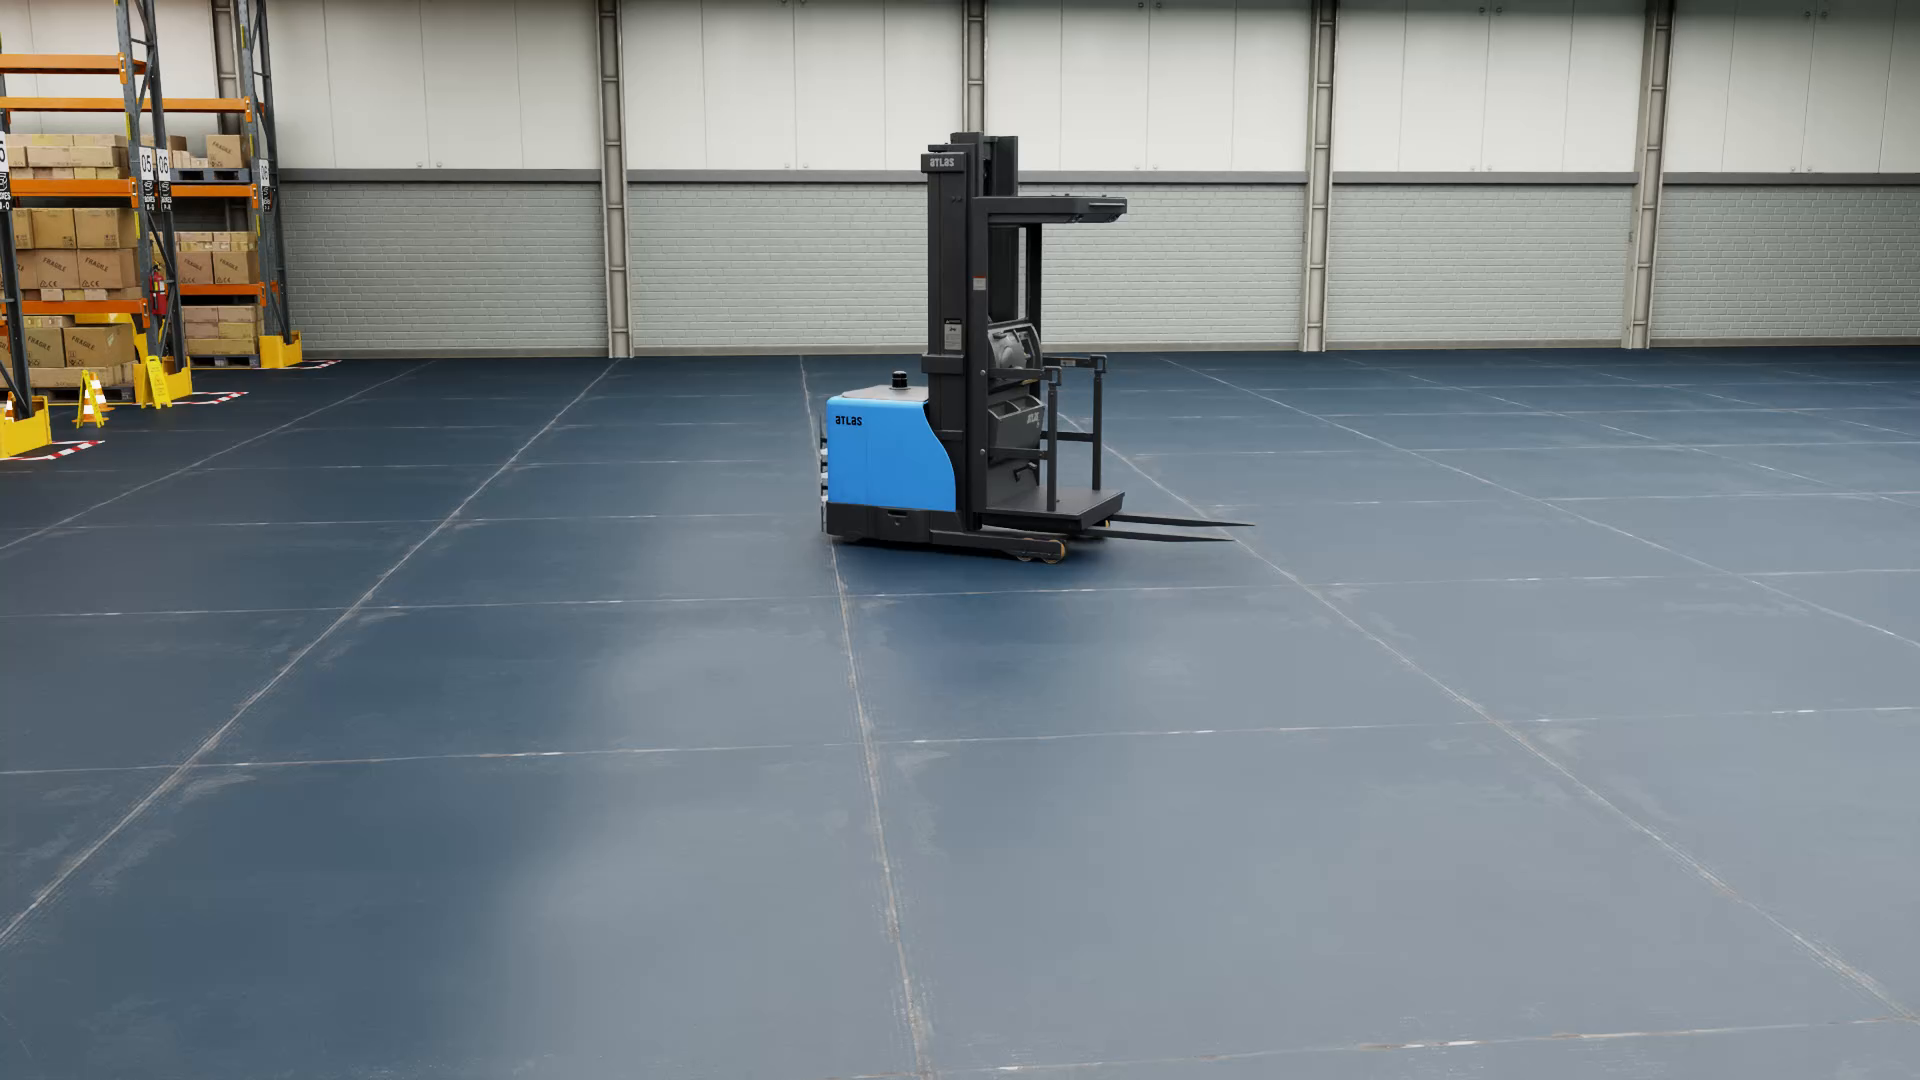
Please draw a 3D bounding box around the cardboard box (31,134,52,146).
[{"bbox_3d":[-11.427,-5.004,20.854,0.250,0.149,0.380,-1,11,-6],"label":"cardboard box"}]

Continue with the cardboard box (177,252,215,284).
[{"bbox_3d":[-11.871,-4.261,26.009,0.500,0.500,0.500,-1,11,-4],"label":"cardboard box"}]

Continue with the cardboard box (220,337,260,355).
[{"bbox_3d":[-11.326,-3.068,26.239,0.500,0.250,0.500,-1,11,-6],"label":"cardboard box"}]

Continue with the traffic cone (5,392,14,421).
[{"bbox_3d":[-10.399,-1.399,18.287,0.334,0.463,0.336,-1,11,-6],"label":"traffic cone"}]

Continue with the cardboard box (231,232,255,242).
[{"bbox_3d":[-11.226,-4.747,26.028,0.250,0.149,0.380,-1,11,-6],"label":"cardboard box"}]

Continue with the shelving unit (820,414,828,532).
[{"bbox_3d":[-0.913,-0.517,12.664,0.210,0.900,0.258,5,12,22],"label":"shelving unit"}]

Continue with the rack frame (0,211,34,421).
[{"bbox_3d":[-9.718,-2.383,16.713,0.127,3.000,1.000,-1,11,-6],"label":"rack frame"}]

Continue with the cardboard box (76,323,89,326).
[{"bbox_3d":[-11.728,-2.579,21.805,0.500,0.500,0.500,-2,11,-8],"label":"cardboard box"}]

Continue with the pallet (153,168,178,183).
[{"bbox_3d":[-12.814,-5.675,25.910,1.213,0.211,1.003,-1,11,-6],"label":"pallet"}]

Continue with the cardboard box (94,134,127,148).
[{"bbox_3d":[-10.657,-5.006,20.865,0.250,0.149,0.380,-1,11,-6],"label":"cardboard box"}]

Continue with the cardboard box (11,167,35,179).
[{"bbox_3d":[-11.691,-4.600,20.867,0.250,0.149,0.380,-1,11,-7],"label":"cardboard box"}]

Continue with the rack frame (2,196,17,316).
[{"bbox_3d":[-14.869,-4.199,25.949,0.127,3.000,1.000,-1,11,-6],"label":"rack frame"}]

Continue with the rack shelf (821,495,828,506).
[{"bbox_3d":[-0.913,-0.307,12.705,0.200,0.077,0.258,5,12,22],"label":"rack shelf"}]

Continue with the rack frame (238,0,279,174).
[{"bbox_3d":[-10.893,-7.226,25.794,0.127,3.000,1.000,-1,11,-6],"label":"rack frame"}]

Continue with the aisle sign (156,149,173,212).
[{"bbox_3d":[-10.325,-4.666,21.589,0.004,0.787,0.394,-1,11,-6],"label":"aisle sign"}]

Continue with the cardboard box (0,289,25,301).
[{"bbox_3d":[-11.966,-3.118,21.103,0.250,0.149,0.380,-1,11,-7],"label":"cardboard box"}]

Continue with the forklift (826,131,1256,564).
[{"bbox_3d":[0.581,-1.391,11.844,3.031,2.935,1.130,5,12,22],"label":"forklift"}]

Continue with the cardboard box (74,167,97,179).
[{"bbox_3d":[-10.921,-4.606,20.897,0.250,0.149,0.380,-1,11,-6],"label":"cardboard box"}]

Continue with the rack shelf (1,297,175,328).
[{"bbox_3d":[-12.341,-2.935,21.388,4.000,0.370,1.077,-1,11,-6],"label":"rack shelf"}]

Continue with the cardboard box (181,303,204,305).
[{"bbox_3d":[-12.386,-3.636,26.535,0.500,0.250,0.500,-1,11,-6],"label":"cardboard box"}]

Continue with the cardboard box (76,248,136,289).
[{"bbox_3d":[-10.863,-3.461,21.166,0.500,0.500,0.500,-1,11,-7],"label":"cardboard box"}]

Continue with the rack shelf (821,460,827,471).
[{"bbox_3d":[-0.913,-0.572,12.653,0.200,0.077,0.258,5,12,22],"label":"rack shelf"}]

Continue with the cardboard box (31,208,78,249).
[{"bbox_3d":[-11.341,-3.954,21.083,0.500,0.500,0.700,-1,11,-6],"label":"cardboard box"}]

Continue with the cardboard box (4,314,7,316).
[{"bbox_3d":[-15.387,-3.226,26.071,0.625,0.625,0.875,-1,11,-4],"label":"cardboard box"}]

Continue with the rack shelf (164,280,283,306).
[{"bbox_3d":[-12.881,-3.887,26.230,4.000,0.370,1.077,-1,11,-6],"label":"rack shelf"}]

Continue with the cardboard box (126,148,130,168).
[{"bbox_3d":[-10.882,-4.915,21.434,0.500,0.250,0.500,-1,11,-7],"label":"cardboard box"}]

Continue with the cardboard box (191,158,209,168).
[{"bbox_3d":[-11.684,-5.810,25.673,0.250,0.149,0.380,-2,11,-8],"label":"cardboard box"}]

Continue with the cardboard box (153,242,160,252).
[{"bbox_3d":[-12.480,-4.557,25.830,0.250,0.149,0.380,-1,11,-6],"label":"cardboard box"}]

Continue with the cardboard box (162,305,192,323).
[{"bbox_3d":[-12.324,-3.536,26.025,0.500,0.250,0.500,-1,11,-5],"label":"cardboard box"}]

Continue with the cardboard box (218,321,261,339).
[{"bbox_3d":[-11.343,-3.314,26.192,0.500,0.250,0.500,-1,11,-7],"label":"cardboard box"}]

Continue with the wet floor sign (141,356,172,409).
[{"bbox_3d":[-10.049,-1.974,20.734,0.232,0.644,0.267,3,11,14],"label":"wet floor sign"}]

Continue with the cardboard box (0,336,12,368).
[{"bbox_3d":[-12.142,-2.468,21.239,0.500,0.500,0.500,-1,11,-7],"label":"cardboard box"}]

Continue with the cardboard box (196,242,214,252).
[{"bbox_3d":[-11.723,-4.584,25.966,0.250,0.149,0.380,-1,11,-5],"label":"cardboard box"}]

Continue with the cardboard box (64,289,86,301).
[{"bbox_3d":[-11.199,-3.130,21.165,0.250,0.149,0.380,-1,11,-7],"label":"cardboard box"}]

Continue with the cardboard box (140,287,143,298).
[{"bbox_3d":[-10.713,-3.239,21.721,0.250,0.149,0.380,-1,11,-6],"label":"cardboard box"}]

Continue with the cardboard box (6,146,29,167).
[{"bbox_3d":[-11.848,-4.790,20.798,0.500,0.250,0.500,-1,11,-4],"label":"cardboard box"}]

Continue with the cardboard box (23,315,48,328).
[{"bbox_3d":[-11.729,-2.781,21.153,0.250,0.149,0.380,-1,11,-5],"label":"cardboard box"}]

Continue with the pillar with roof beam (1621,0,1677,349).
[{"bbox_3d":[12.642,-7.058,24.943,0.400,9.000,9.100,-1,11,-6],"label":"pillar with roof beam"}]

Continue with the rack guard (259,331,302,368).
[{"bbox_3d":[-10.869,-3.056,26.616,0.348,0.500,1.175,-1,11,-6],"label":"rack guard"}]

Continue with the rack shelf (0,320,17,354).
[{"bbox_3d":[-11.706,-1.988,16.570,4.000,0.370,1.077,-1,11,-6],"label":"rack shelf"}]

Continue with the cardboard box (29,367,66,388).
[{"bbox_3d":[-11.643,-2.109,21.360,0.500,0.250,0.500,-1,11,-6],"label":"cardboard box"}]

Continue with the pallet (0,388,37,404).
[{"bbox_3d":[-12.450,-1.925,21.614,1.213,0.211,1.003,-1,11,-6],"label":"pallet"}]

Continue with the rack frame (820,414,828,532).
[{"bbox_3d":[-1.007,-0.524,12.702,0.006,0.900,0.240,5,12,22],"label":"rack frame"}]

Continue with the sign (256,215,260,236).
[{"bbox_3d":[-10.848,-4.862,25.707,0.005,0.325,0.100,-1,11,-6],"label":"sign"}]

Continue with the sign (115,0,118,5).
[{"bbox_3d":[-10.313,-6.703,20.303,0.005,0.325,0.100,-1,11,-6],"label":"sign"}]

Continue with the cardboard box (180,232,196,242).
[{"bbox_3d":[-11.981,-4.735,25.964,0.250,0.149,0.380,-1,11,-6],"label":"cardboard box"}]

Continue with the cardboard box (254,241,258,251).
[{"bbox_3d":[-11.258,-4.692,26.517,0.250,0.149,0.380,-1,11,-8],"label":"cardboard box"}]
